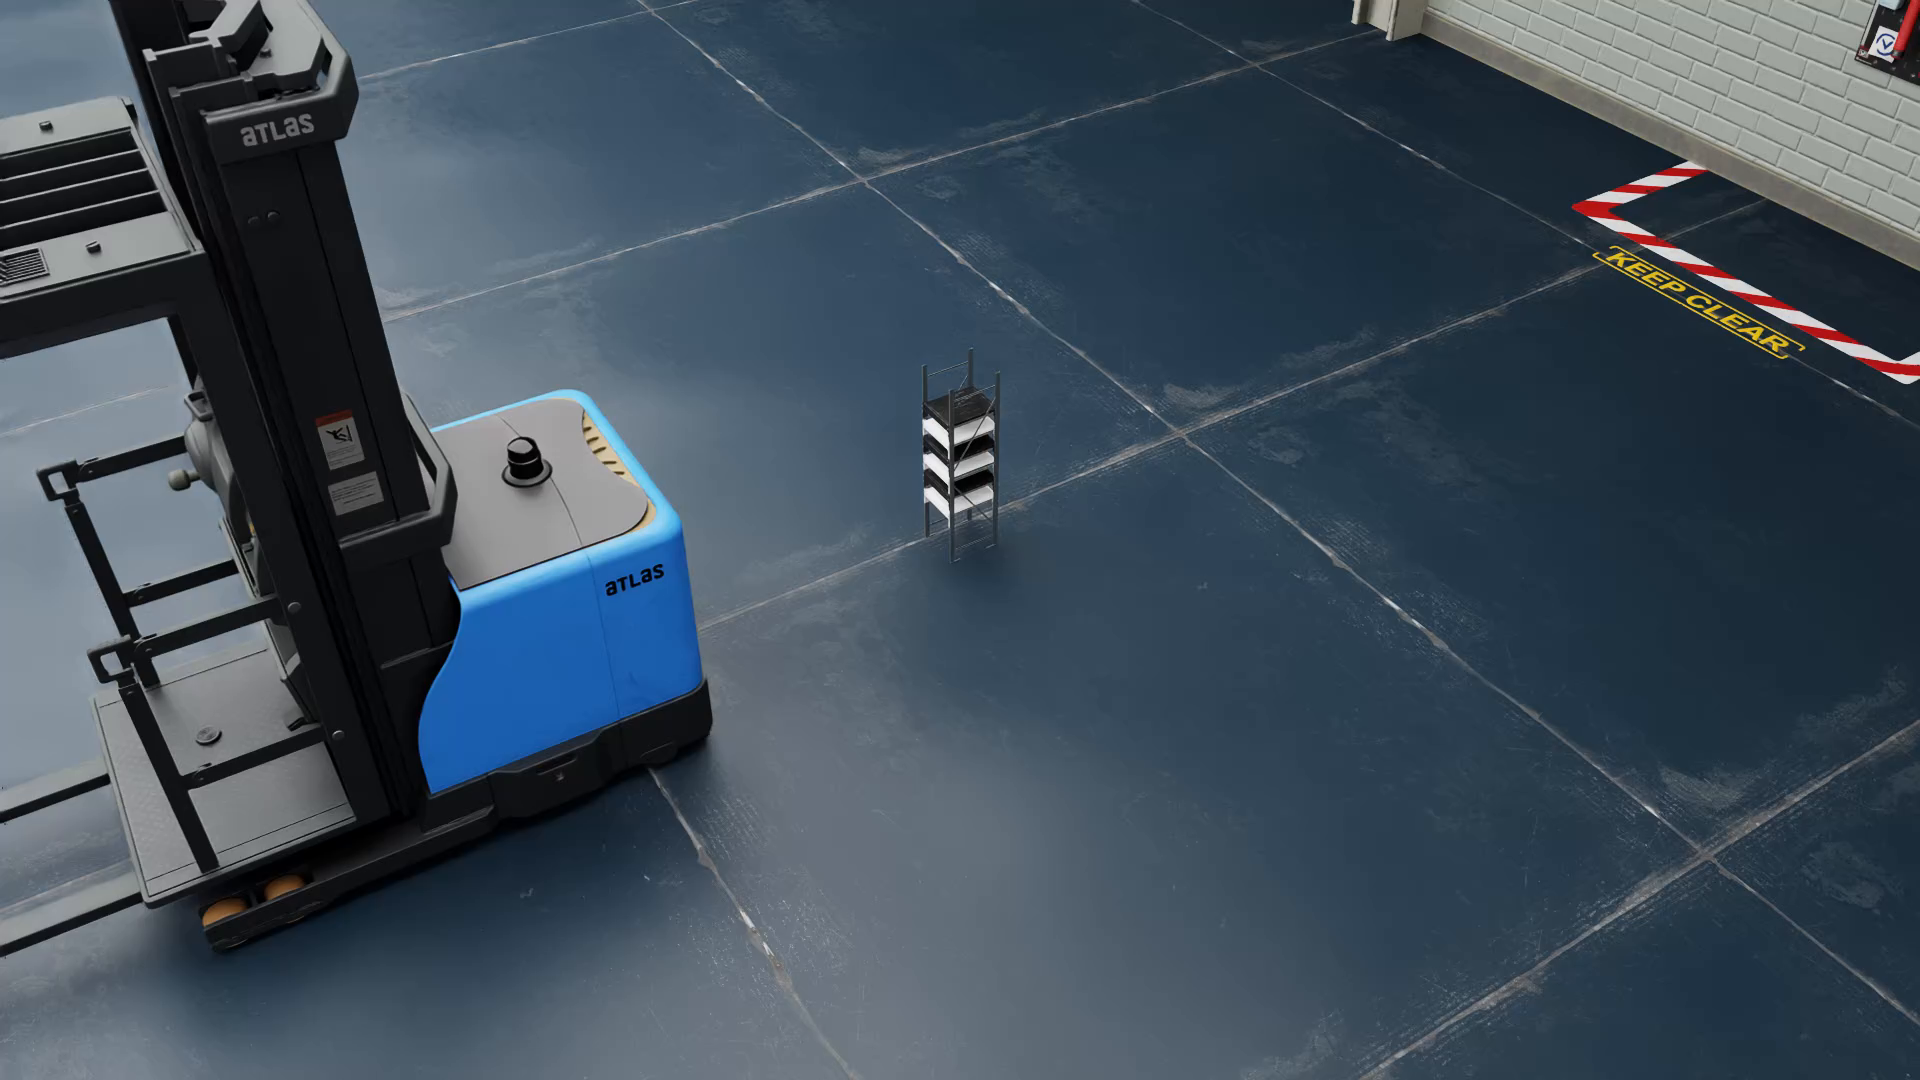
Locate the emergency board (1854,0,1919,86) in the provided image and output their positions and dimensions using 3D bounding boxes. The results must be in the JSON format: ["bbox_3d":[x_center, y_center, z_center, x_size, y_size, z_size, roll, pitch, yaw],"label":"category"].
[{"bbox_3d":[4.888,-2.817,8.287,0.194,1.169,0.643,-22,45,-24],"label":"emergency board"}]

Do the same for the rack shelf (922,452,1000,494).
[{"bbox_3d":[0.004,-0.316,6.978,0.258,0.077,0.200,-22,45,-24],"label":"rack shelf"}]

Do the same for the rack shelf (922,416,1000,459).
[{"bbox_3d":[0.004,-0.454,6.863,0.258,0.077,0.200,-22,45,-24],"label":"rack shelf"}]

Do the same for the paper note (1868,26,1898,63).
[{"bbox_3d":[4.851,-2.598,8.713,0.016,0.148,0.142,-22,45,-24],"label":"paper note"}]

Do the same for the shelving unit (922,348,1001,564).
[{"bbox_3d":[0.004,-0.341,6.957,0.258,0.900,0.210,-22,45,-24],"label":"shelving unit"}]

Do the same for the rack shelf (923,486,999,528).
[{"bbox_3d":[0.004,-0.177,7.093,0.258,0.077,0.200,-22,45,-24],"label":"rack shelf"}]

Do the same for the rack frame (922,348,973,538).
[{"bbox_3d":[-0.050,-0.396,7.023,0.240,0.900,0.006,-22,45,-24],"label":"rack frame"}]

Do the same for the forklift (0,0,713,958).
[{"bbox_3d":[-2.468,-0.144,5.134,3.031,2.935,1.130,-21,44,-23],"label":"forklift"}]

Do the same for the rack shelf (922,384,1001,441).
[{"bbox_3d":[0.004,-0.523,6.805,0.258,0.077,0.200,-22,45,-24],"label":"rack shelf"}]

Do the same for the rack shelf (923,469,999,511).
[{"bbox_3d":[0.004,-0.247,7.036,0.258,0.077,0.200,-22,45,-24],"label":"rack shelf"}]

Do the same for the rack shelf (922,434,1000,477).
[{"bbox_3d":[0.004,-0.385,6.920,0.258,0.077,0.200,-22,45,-24],"label":"rack shelf"}]

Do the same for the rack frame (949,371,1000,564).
[{"bbox_3d":[0.059,-0.286,6.891,0.240,0.900,0.006,-22,45,-24],"label":"rack frame"}]

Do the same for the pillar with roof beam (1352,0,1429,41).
[{"bbox_3d":[-0.671,-5.531,6.858,9.100,9.000,0.400,-22,45,-24],"label":"pillar with roof beam"}]
